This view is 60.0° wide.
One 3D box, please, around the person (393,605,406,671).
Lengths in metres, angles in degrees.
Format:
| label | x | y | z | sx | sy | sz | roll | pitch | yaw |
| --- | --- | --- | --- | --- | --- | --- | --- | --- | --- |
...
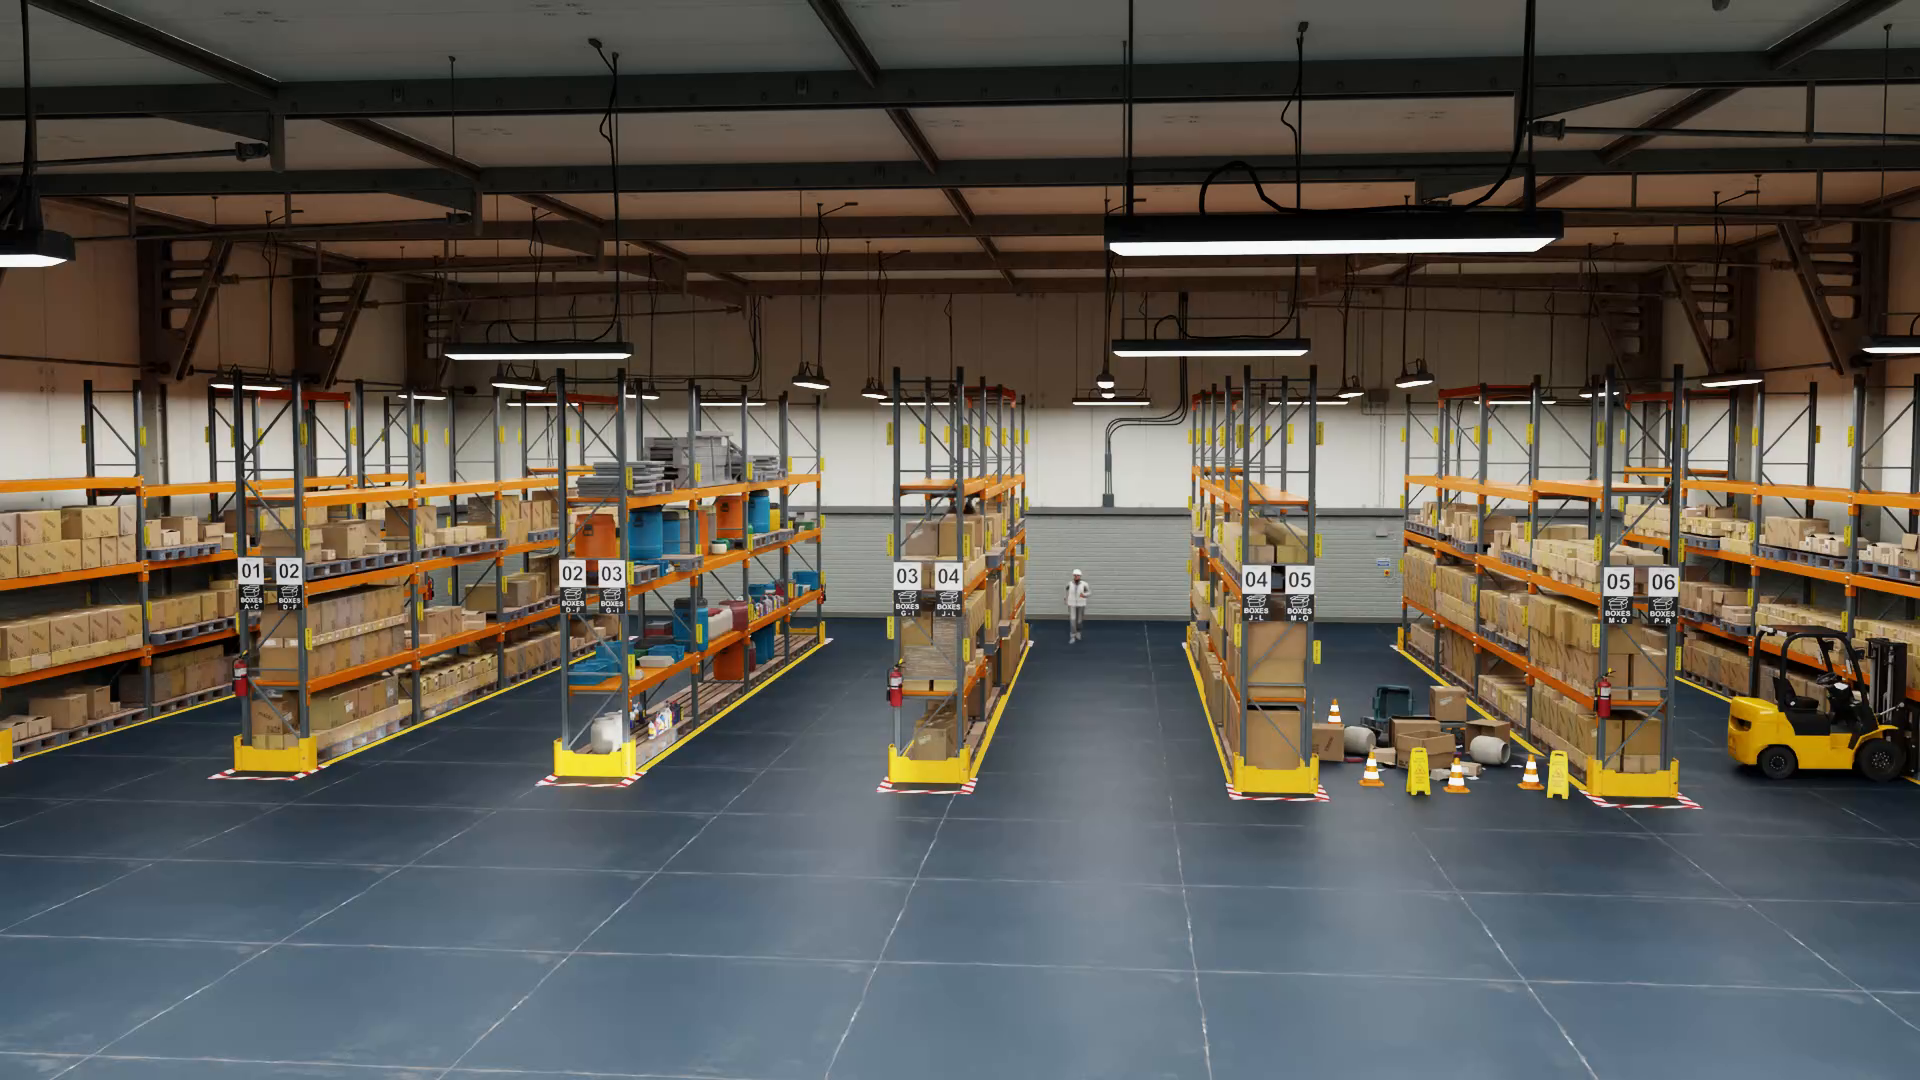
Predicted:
| label | x | y | z | sx | sy | sz | roll | pitch | yaw |
| --- | --- | --- | --- | --- | --- | --- | --- | --- | --- |
| person | -11.534 | 2.046 | 34.266 | 0.527 | 1.634 | 0.745 | -3 | 5 | -43 |

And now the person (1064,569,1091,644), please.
| label | x | y | z | sx | sy | sz | roll | pitch | yaw |
| --- | --- | --- | --- | --- | --- | --- | --- | --- | --- |
| person | 2.851 | 1.585 | 40.325 | 0.671 | 1.746 | 0.995 | 0 | 4 | 4 |

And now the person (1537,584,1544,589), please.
| label | x | y | z | sx | sy | sz | roll | pitch | yaw |
| --- | --- | --- | --- | --- | --- | --- | --- | --- | --- |
| person | 14.772 | 1.500 | 42.594 | 0.486 | 1.673 | 0.441 | 0 | 4 | 3 |

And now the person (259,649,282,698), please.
| label | x | y | z | sx | sy | sz | roll | pitch | yaw |
| --- | --- | --- | --- | --- | --- | --- | --- | --- | --- |
| person | -13.107 | 2.132 | 31.552 | 0.602 | 1.777 | 0.468 | 3 | 5 | 40 |
